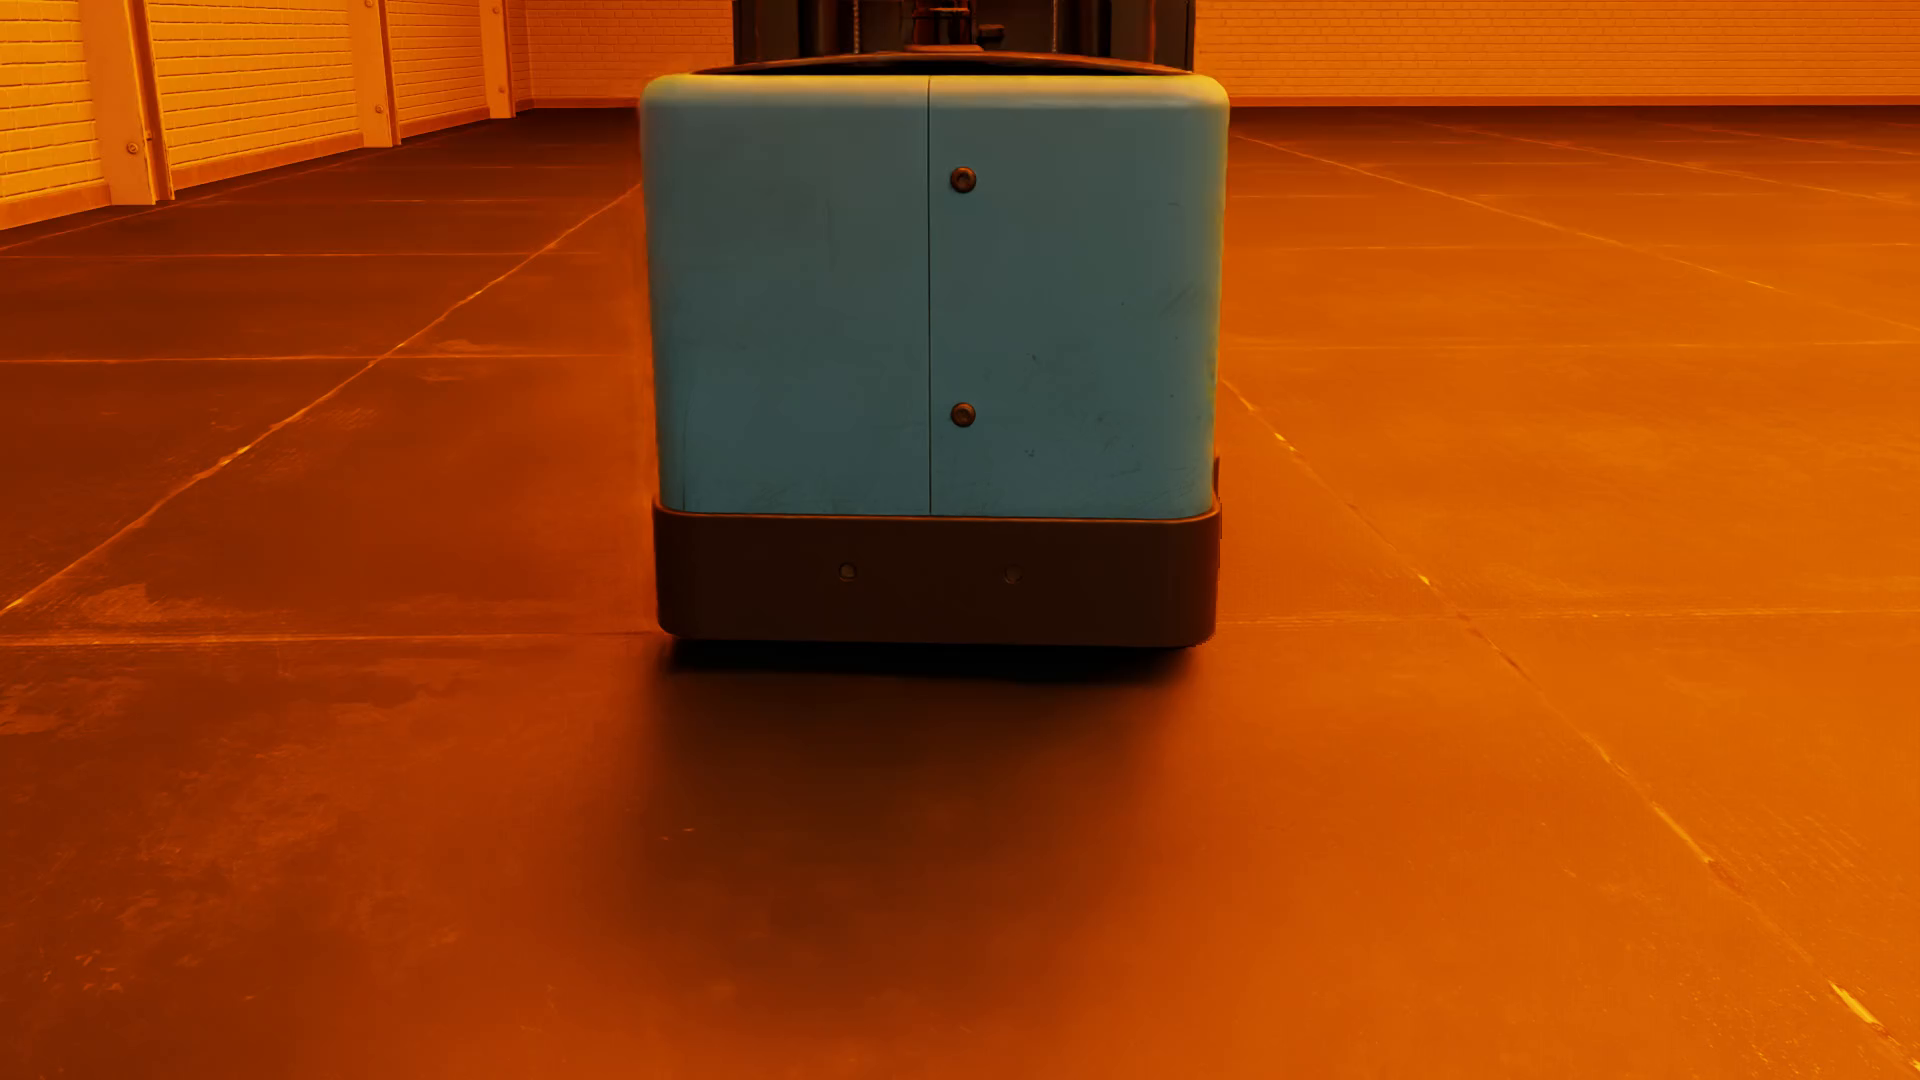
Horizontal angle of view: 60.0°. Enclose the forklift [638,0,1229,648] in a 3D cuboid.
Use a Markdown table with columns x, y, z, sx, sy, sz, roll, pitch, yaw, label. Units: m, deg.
| x | y | z | sx | sy | sz | roll | pitch | yaw | label |
| --- | --- | --- | --- | --- | --- | --- | --- | --- | --- |
| 0.020 | -1.584 | 4.087 | 1.130 | 2.935 | 3.031 | 1 | 17 | 3 | forklift |
